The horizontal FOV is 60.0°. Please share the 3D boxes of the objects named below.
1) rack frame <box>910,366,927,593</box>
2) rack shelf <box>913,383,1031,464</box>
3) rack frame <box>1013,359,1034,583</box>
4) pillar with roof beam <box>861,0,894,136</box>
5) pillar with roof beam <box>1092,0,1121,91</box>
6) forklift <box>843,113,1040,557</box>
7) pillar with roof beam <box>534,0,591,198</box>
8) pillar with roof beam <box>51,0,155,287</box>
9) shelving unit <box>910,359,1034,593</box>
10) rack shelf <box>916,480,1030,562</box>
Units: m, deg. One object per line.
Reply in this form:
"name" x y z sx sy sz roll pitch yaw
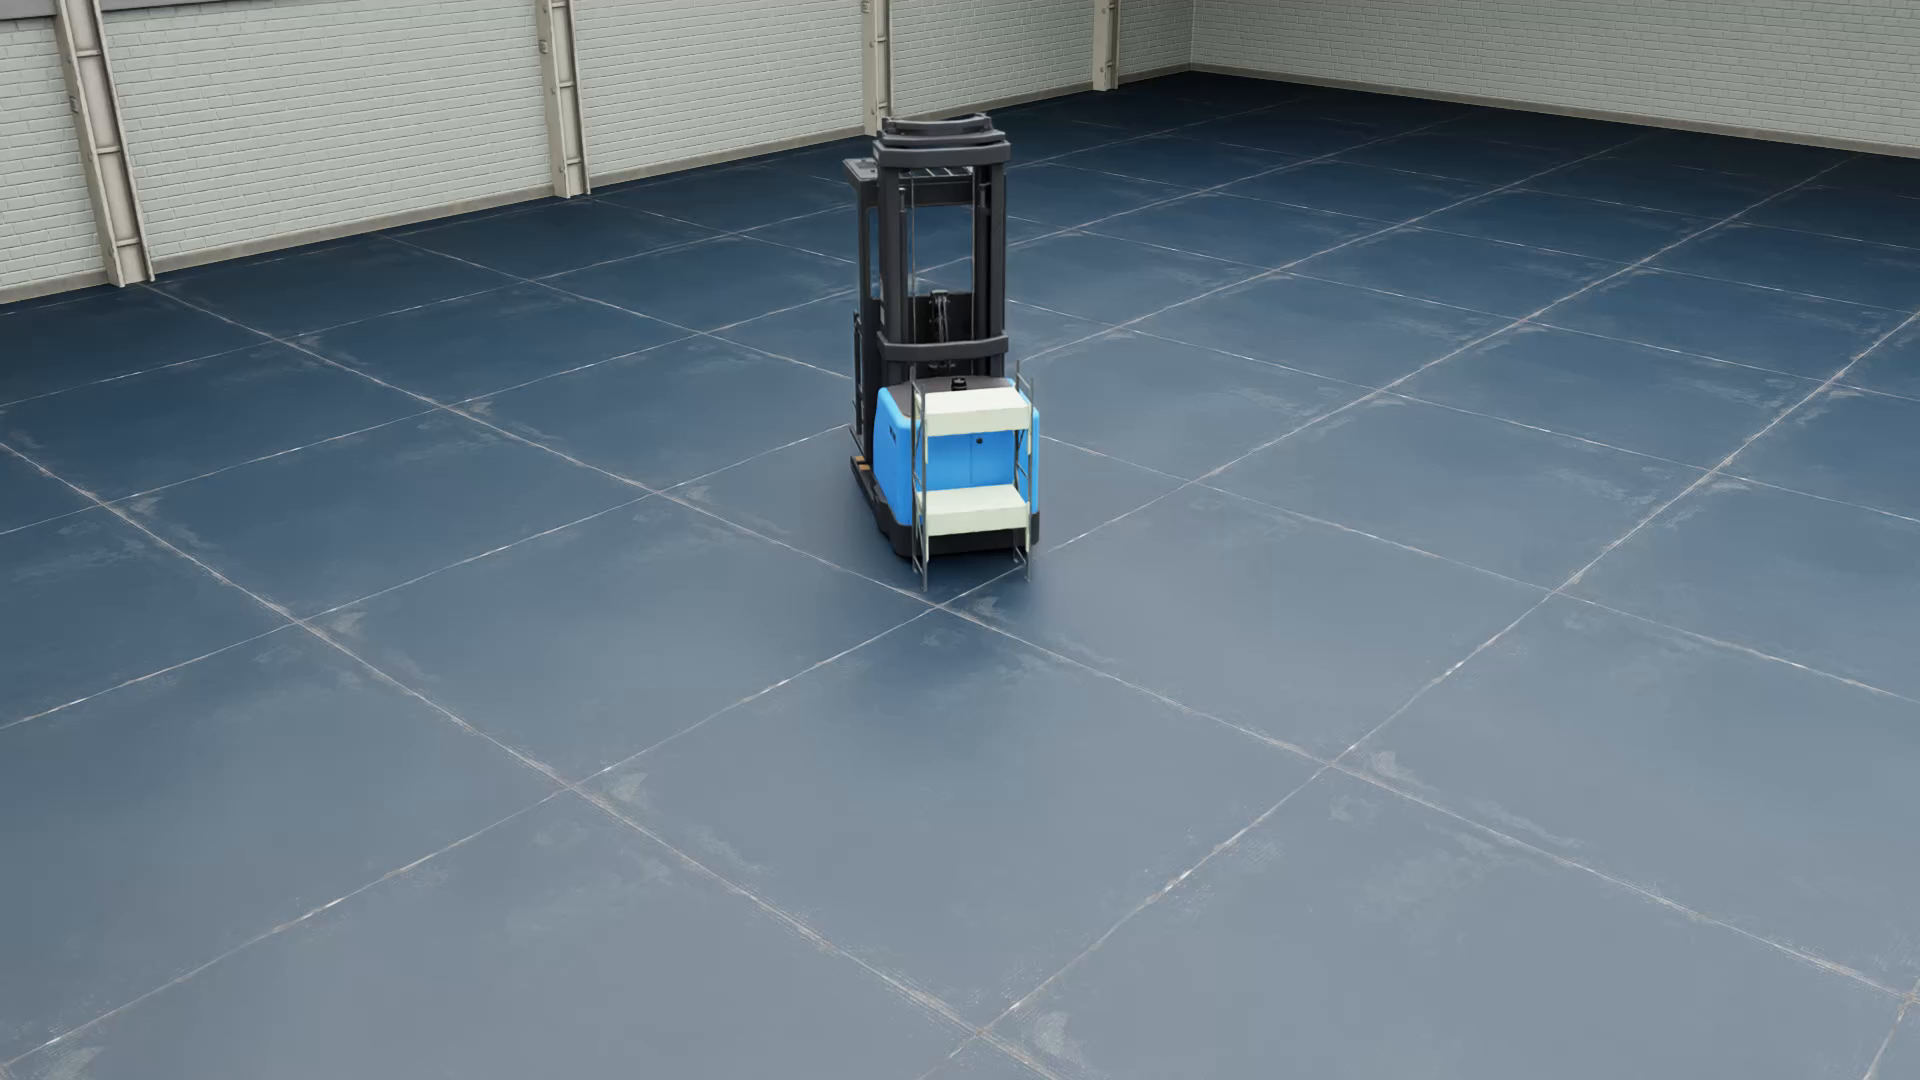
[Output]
"rack frame" -0.280 -0.400 11.281 0.023 1.500 0.400 -5 25 -12
"rack shelf" 0.077 -0.790 11.196 0.720 0.370 0.431 -5 25 -12
"rack frame" 0.433 -0.468 11.431 0.023 1.500 0.400 -5 25 -12
"pillar with roof beam" 1.894 -9.499 22.408 9.100 9.000 0.400 20 31 38
"pillar with roof beam" 5.899 -11.327 26.485 9.100 9.000 0.400 20 31 38
"forklift" -0.257 -1.795 12.642 1.130 2.935 3.031 -5 25 -12
"pillar with roof beam" -2.110 -7.671 18.330 9.100 9.000 0.400 20 31 38
"pillar with roof beam" -6.114 -5.843 14.253 9.100 9.000 0.400 20 31 38
"shelving unit" 0.077 -0.434 11.356 0.755 1.500 0.431 -5 25 -12
"rack shelf" 0.077 -0.136 11.489 0.720 0.370 0.431 -5 25 -12
